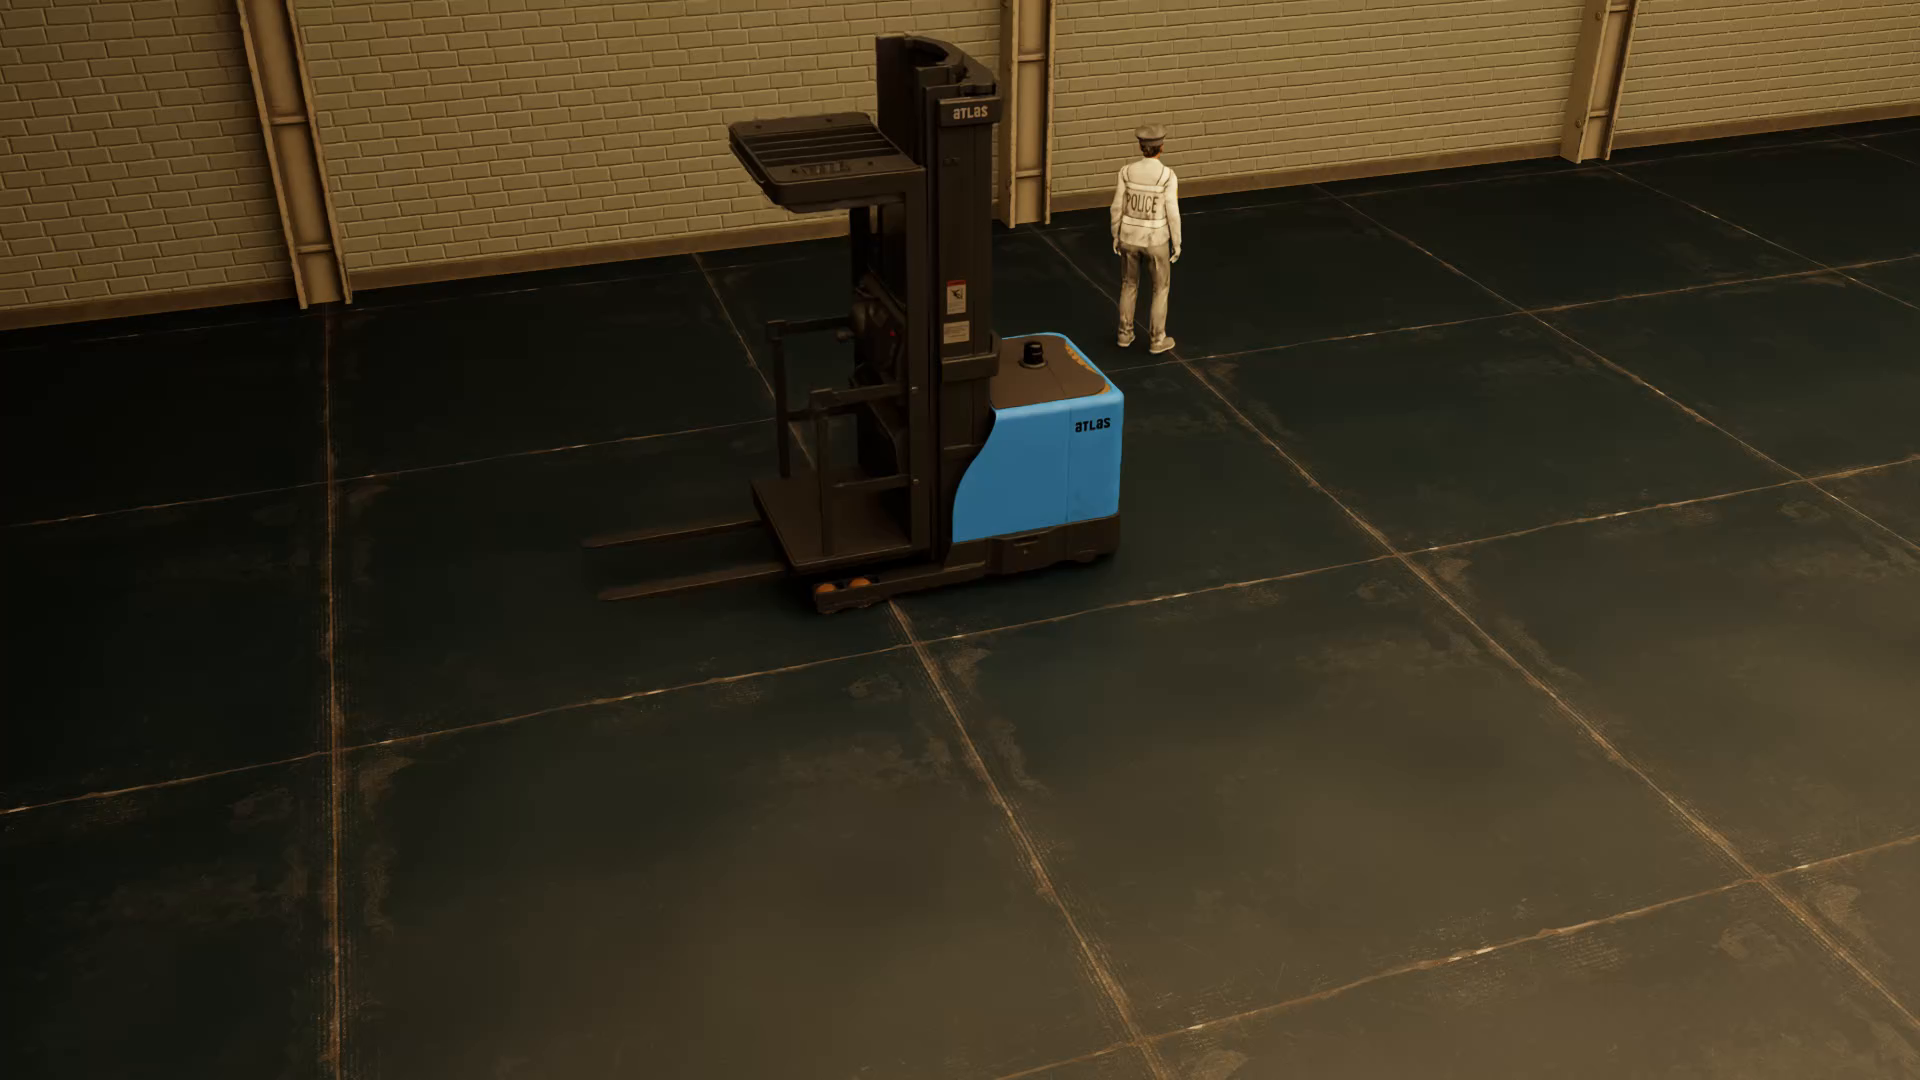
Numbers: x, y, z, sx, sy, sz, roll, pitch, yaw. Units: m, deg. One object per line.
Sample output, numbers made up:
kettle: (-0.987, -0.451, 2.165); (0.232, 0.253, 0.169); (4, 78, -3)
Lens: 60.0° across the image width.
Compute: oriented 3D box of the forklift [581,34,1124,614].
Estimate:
forklift: (-0.637, -1.151, 9.088); (3.031, 2.935, 1.130); (-10, 31, -16)

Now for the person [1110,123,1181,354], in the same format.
person: (1.358, -2.180, 12.155); (0.531, 1.665, 0.371); (13, 32, 22)
